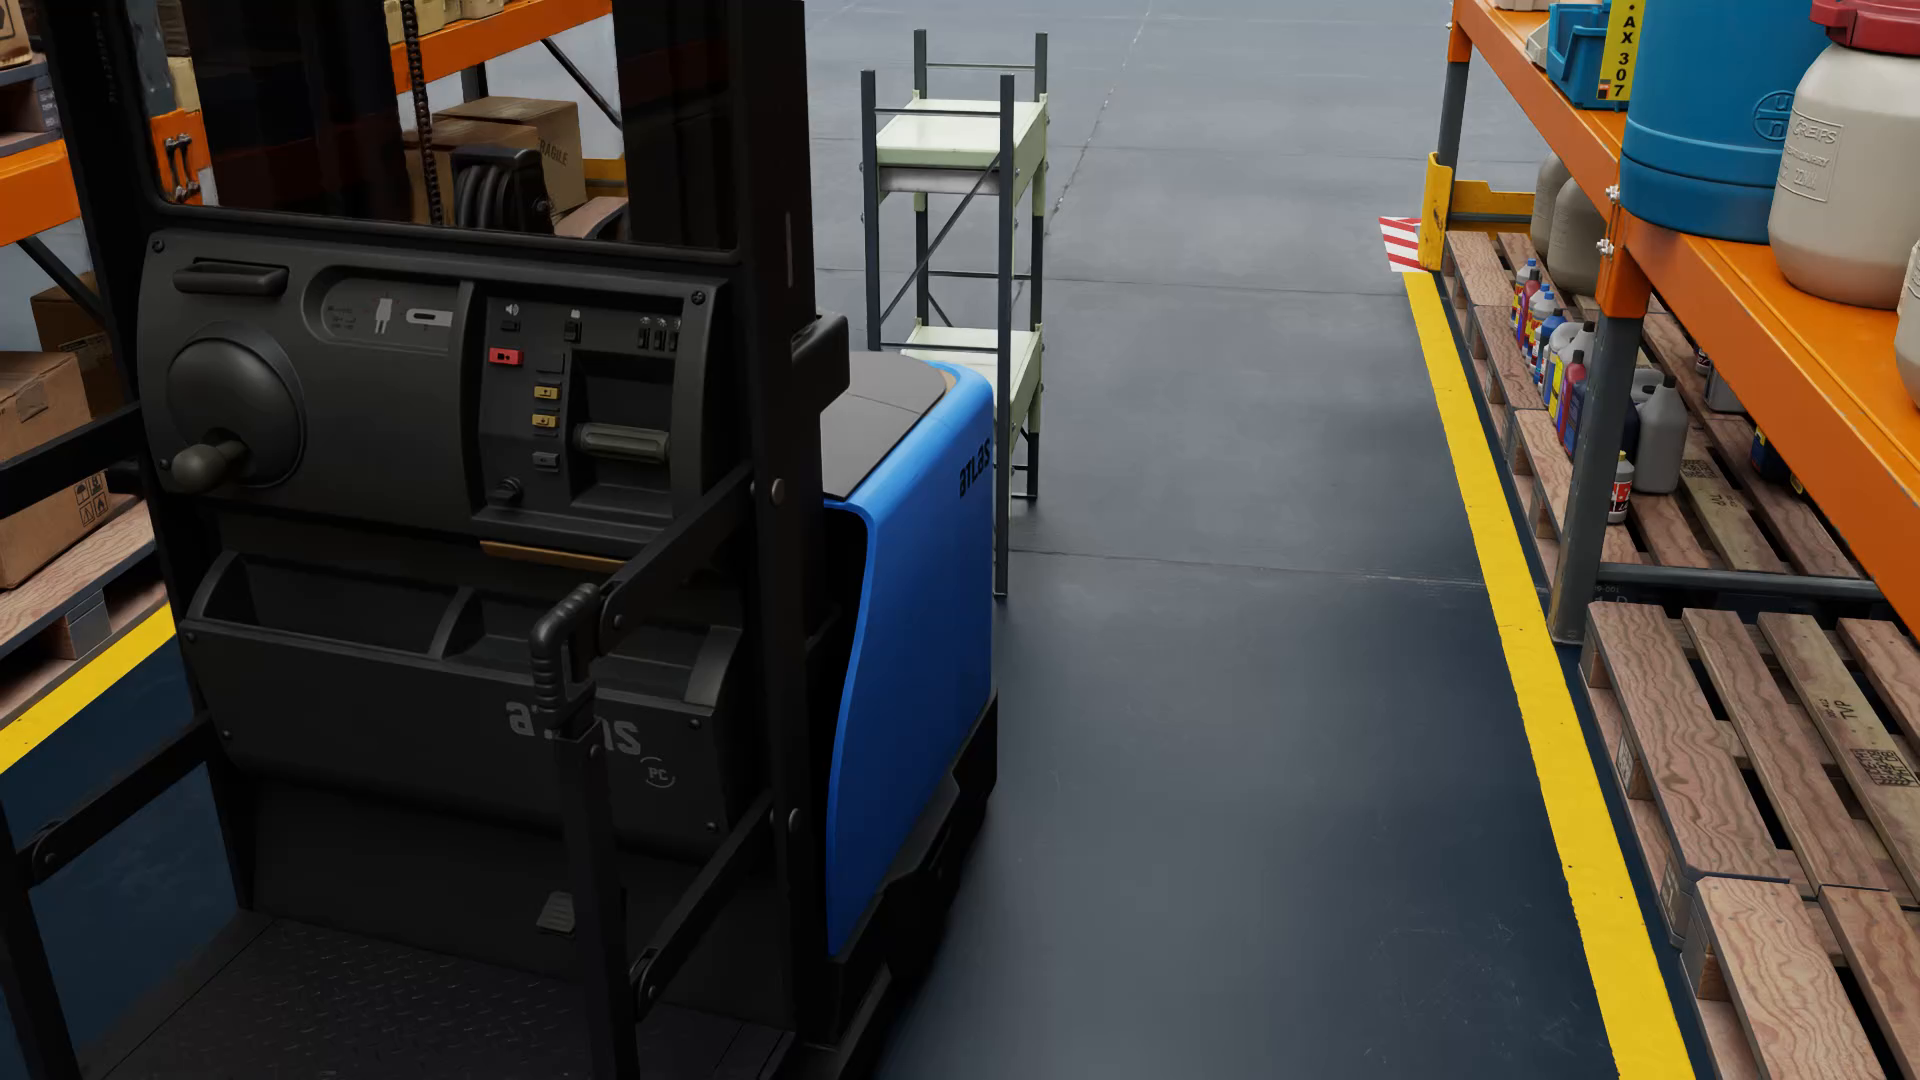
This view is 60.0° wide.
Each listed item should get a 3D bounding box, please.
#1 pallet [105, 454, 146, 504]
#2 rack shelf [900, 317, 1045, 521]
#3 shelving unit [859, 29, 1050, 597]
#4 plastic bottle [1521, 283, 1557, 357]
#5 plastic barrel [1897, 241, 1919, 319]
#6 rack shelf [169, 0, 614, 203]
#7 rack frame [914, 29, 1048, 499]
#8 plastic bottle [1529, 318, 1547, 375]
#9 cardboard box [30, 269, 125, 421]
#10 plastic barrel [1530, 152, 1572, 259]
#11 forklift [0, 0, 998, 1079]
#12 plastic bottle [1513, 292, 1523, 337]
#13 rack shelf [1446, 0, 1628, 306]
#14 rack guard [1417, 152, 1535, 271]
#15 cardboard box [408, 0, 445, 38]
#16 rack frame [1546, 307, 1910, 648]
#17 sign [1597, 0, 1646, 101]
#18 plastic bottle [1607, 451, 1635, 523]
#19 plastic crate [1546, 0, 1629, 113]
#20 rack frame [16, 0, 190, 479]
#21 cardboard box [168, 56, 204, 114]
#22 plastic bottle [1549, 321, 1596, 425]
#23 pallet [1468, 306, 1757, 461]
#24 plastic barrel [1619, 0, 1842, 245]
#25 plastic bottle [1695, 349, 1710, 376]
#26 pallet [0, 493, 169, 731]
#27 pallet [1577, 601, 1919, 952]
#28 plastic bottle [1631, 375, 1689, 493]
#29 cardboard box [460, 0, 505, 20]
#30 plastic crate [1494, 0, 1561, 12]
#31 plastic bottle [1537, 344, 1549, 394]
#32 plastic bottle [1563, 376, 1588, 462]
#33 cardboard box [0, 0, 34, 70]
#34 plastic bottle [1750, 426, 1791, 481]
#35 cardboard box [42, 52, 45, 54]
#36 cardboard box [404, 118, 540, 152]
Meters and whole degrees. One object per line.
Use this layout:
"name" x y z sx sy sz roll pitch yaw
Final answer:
"pallet" -2.661 -0.420 5.897 1.003 0.211 1.213 4 25 9
"rack shelf" 0.001 -0.387 5.076 0.431 0.370 0.720 4 25 9
"shelving unit" 0.001 -0.682 4.938 0.431 1.500 0.755 4 25 9
"plastic bottle" 2.145 -0.812 6.147 0.097 0.271 0.097 0 25 0
"plastic barrel" 1.783 -0.450 2.837 0.301 0.262 0.301 0 25 0
"rack shelf" -2.409 -1.910 6.640 1.077 0.370 4.000 4 25 9
"rack frame" 0.061 -0.835 5.265 0.400 1.500 0.023 4 25 9
"plastic bottle" 2.112 -0.697 5.984 0.097 0.201 0.097 0 25 0
"cardboard box" -2.631 -0.622 5.493 0.500 0.500 0.500 3 25 7
"plastic barrel" 2.772 -1.512 7.381 0.421 0.512 0.421 0 25 0
"forklift" -0.841 -0.190 2.198 1.130 2.935 3.031 8 26 16
"plastic bottle" 2.184 -0.881 6.375 0.097 0.201 0.097 0 25 0
"rack shelf" 2.478 -1.567 5.907 1.077 0.370 4.000 4 25 9
"rack guard" 2.838 -1.562 7.997 1.175 0.500 0.348 4 25 9
"cardboard box" -2.172 -1.983 6.244 0.380 0.149 0.250 4 25 9
"rack frame" 2.151 -1.056 3.968 1.000 3.000 0.127 4 25 9
"sign" 1.610 -1.224 4.000 0.100 0.325 0.005 4 25 9
"plastic bottle" 1.903 -0.161 4.838 0.097 0.201 0.097 0 25 0
"plastic crate" 2.064 -1.470 5.028 0.499 0.251 0.616 4 25 9
"rack frame" -2.736 -1.399 4.701 1.000 3.000 0.127 4 25 9
"cardboard box" -2.404 -1.354 4.902 0.380 0.149 0.250 4 25 9
"plastic bottle" 2.056 -0.560 5.514 0.144 0.351 0.185 4 25 8
"pallet" 2.499 -0.583 6.246 1.003 0.211 1.213 4 25 9
"plastic barrel" 1.789 -1.142 3.561 0.600 0.901 0.708 4 25 9
"plastic bottle" 2.720 -0.702 5.992 0.097 0.201 0.097 0 25 0
"pallet" -2.861 0.190 4.596 1.003 0.211 1.213 4 25 9
"pallet" 2.061 0.538 3.851 1.003 0.211 1.213 4 25 9
"plastic bottle" 2.114 -0.335 5.033 0.144 0.351 0.185 4 25 9
"cardboard box" -2.066 -2.190 6.687 0.380 0.149 0.250 4 25 9
"plastic crate" 2.341 -2.257 6.846 0.298 0.136 0.250 4 25 9
"plastic bottle" 2.078 -0.611 5.800 0.097 0.201 0.097 0 25 0
"plastic bottle" 2.003 -0.425 5.225 0.144 0.351 0.185 3 25 6
"cardboard box" -3.004 -1.538 3.795 1.000 1.000 1.000 4 25 9
"plastic bottle" 2.550 -0.374 5.117 0.144 0.351 0.185 4 25 9
"cardboard box" -2.940 -1.500 5.212 0.380 0.149 0.250 4 25 9
"cardboard box" -2.264 -1.618 7.621 0.500 0.500 0.500 11 27 22
